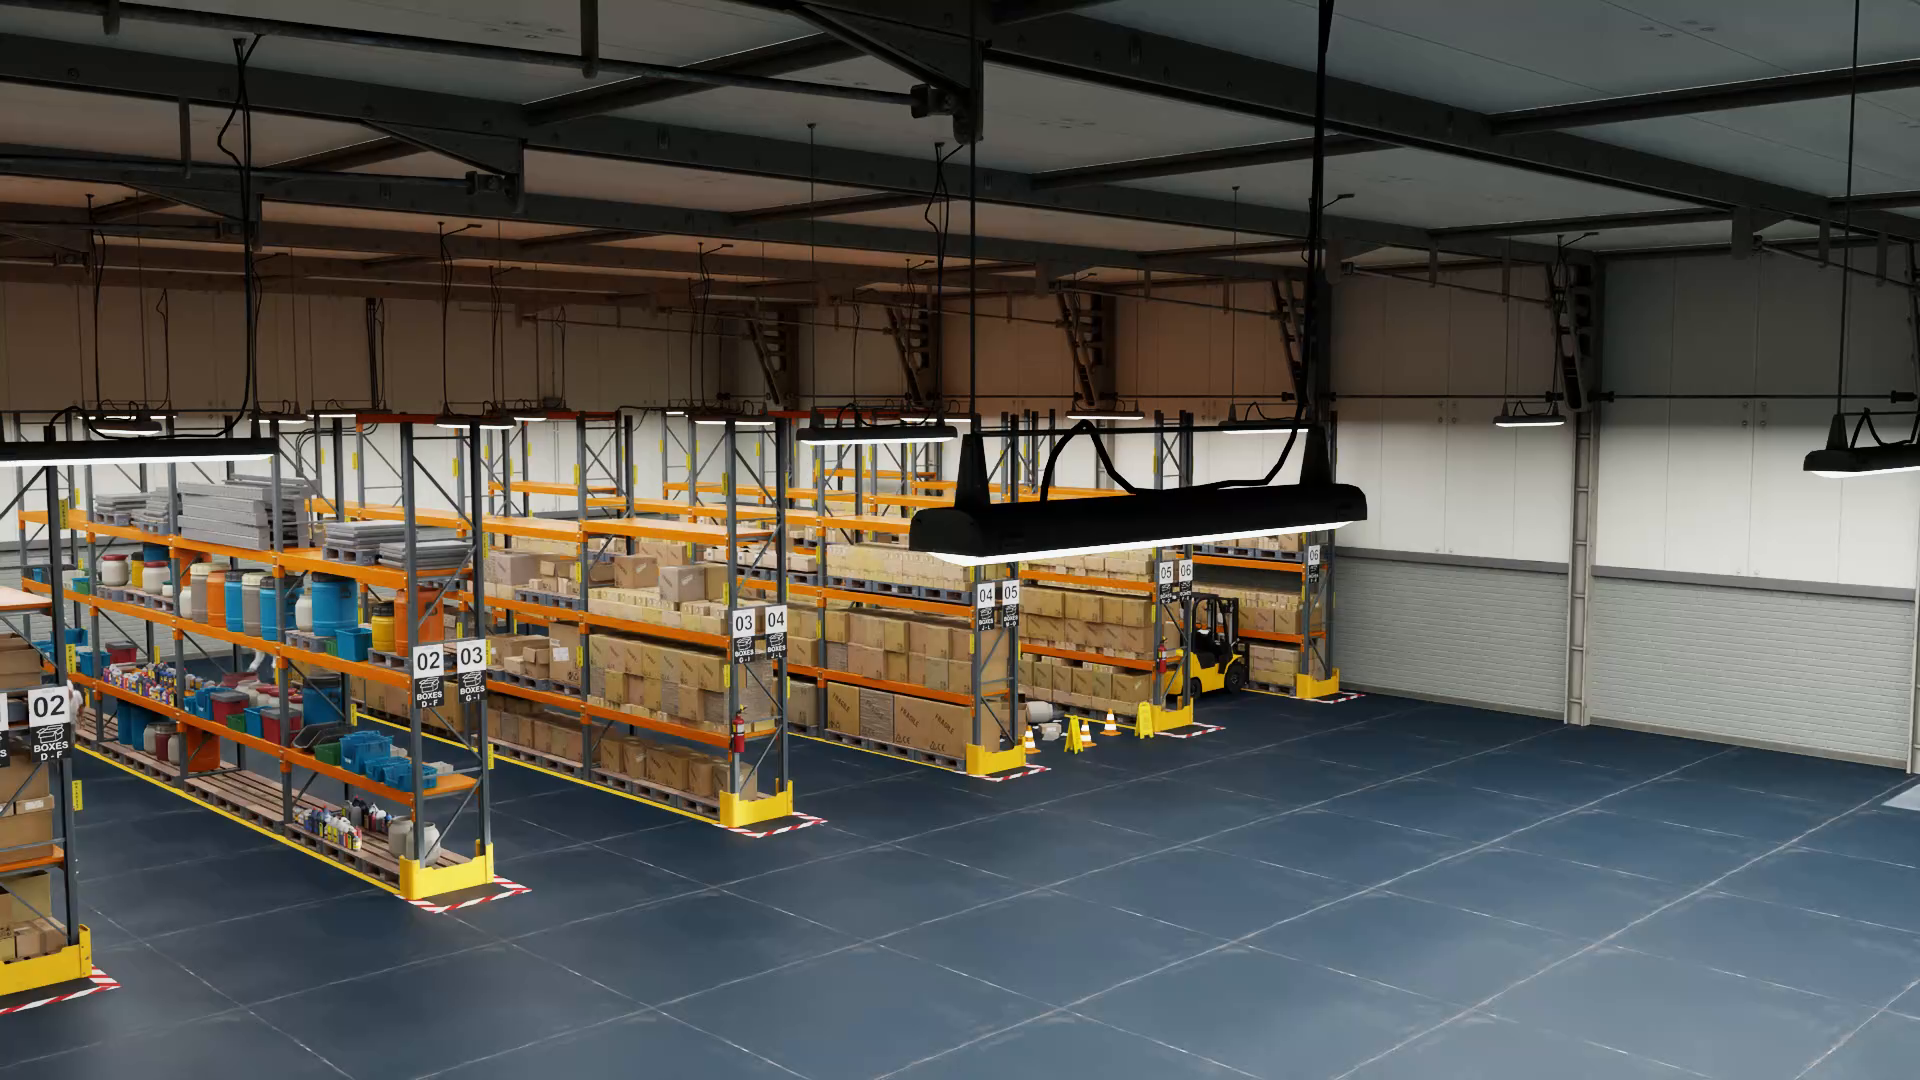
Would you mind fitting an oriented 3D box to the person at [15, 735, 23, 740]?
[{"bbox_3d":[-14.102,3.364,24.630,0.788,1.671,0.650,2,5,23],"label":"person"}]

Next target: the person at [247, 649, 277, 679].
[{"bbox_3d":[-15.352,2.278,36.580,0.655,1.831,0.831,4,6,40],"label":"person"}]

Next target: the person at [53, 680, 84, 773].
[{"bbox_3d":[-15.042,3.108,27.877,0.919,1.619,0.714,2,5,25],"label":"person"}]
